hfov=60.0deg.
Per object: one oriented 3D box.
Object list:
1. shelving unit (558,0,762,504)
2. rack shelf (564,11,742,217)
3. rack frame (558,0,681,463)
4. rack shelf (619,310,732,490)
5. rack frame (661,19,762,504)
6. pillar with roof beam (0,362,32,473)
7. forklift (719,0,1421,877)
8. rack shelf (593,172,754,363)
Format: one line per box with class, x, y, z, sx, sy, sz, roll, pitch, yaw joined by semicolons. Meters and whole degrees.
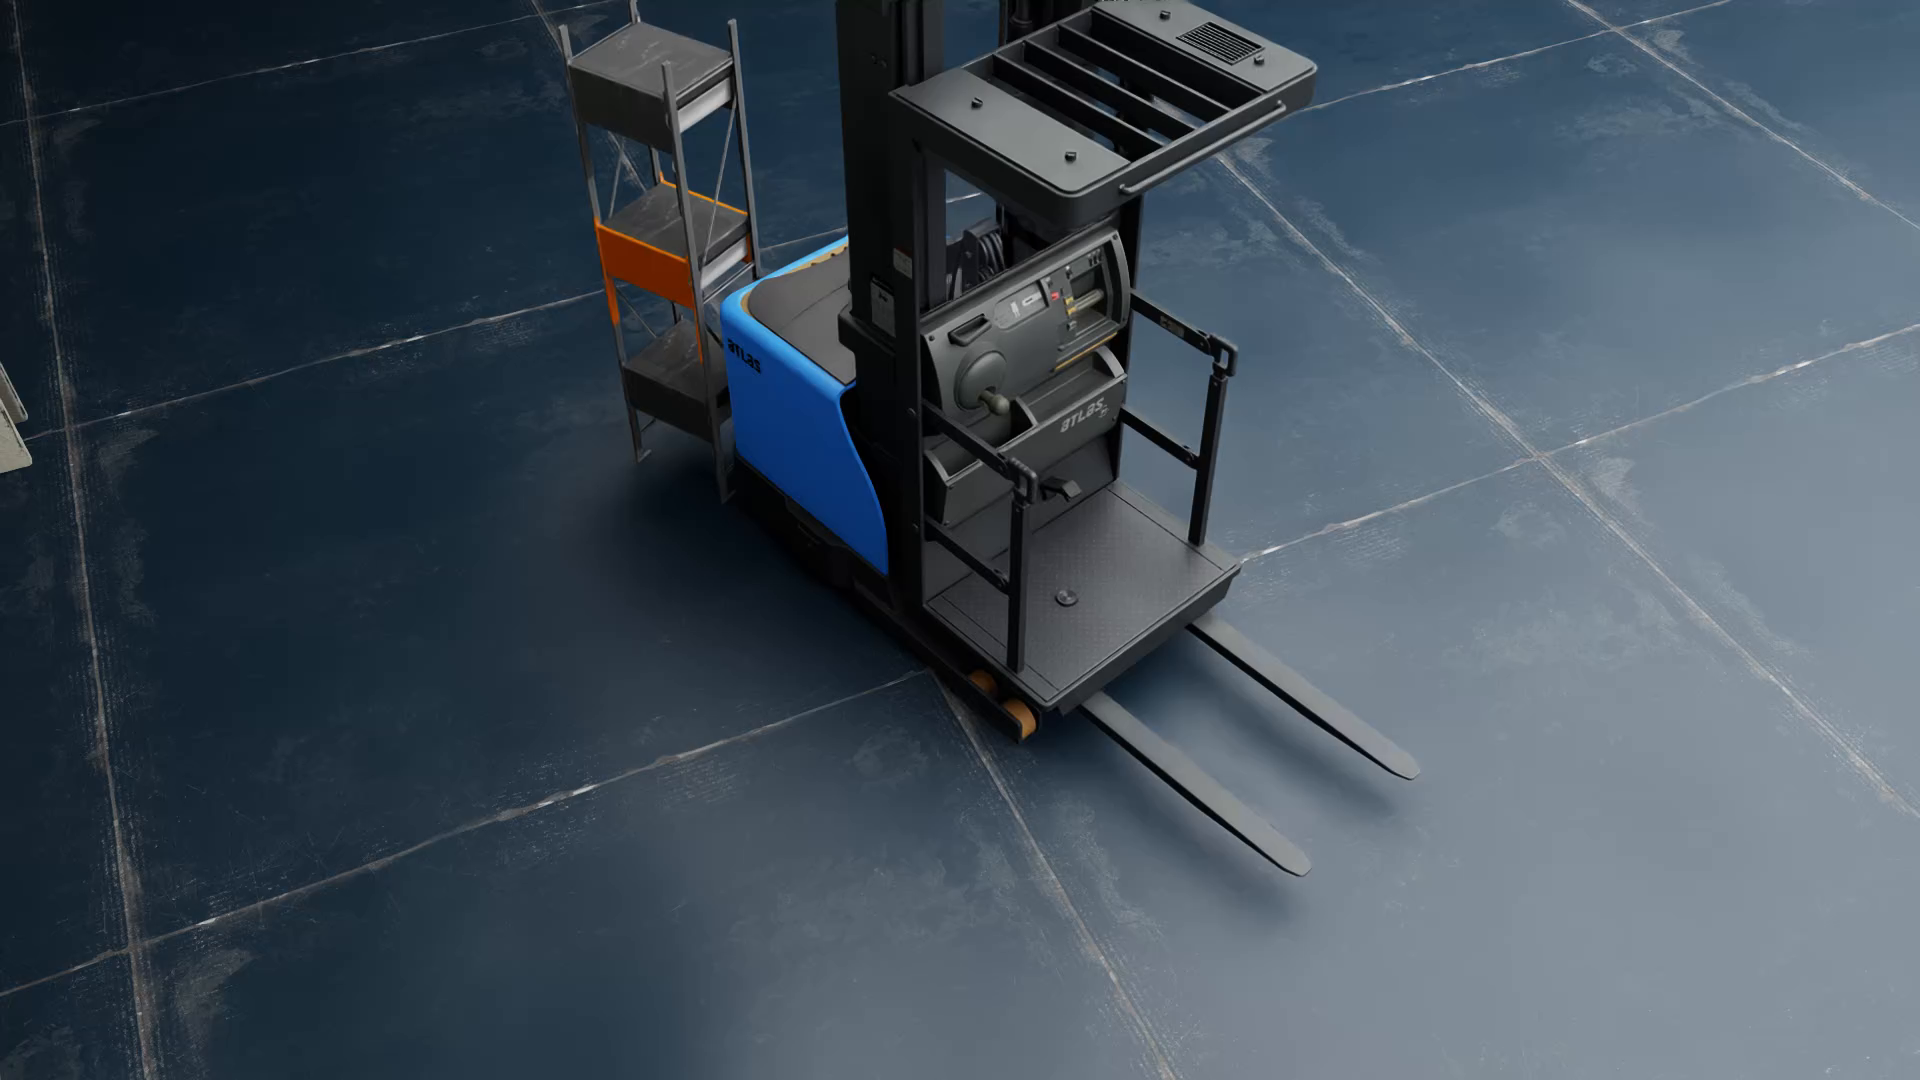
shelving unit;-1.134;-1.121;6.759;0.503;2.100;0.431;24;49;23
rack shelf;-1.134;-1.611;6.278;0.480;0.518;0.431;24;49;23
rack frame;-1.339;-1.214;6.853;0.015;2.100;0.400;24;49;23
rack shelf;-1.134;-0.612;7.259;0.480;0.518;0.431;24;49;23
rack frame;-0.929;-1.028;6.664;0.015;2.100;0.400;24;49;23
pillar with roof beam;-0.481;-4.893;5.671;9.100;9.000;0.400;-18;47;-17
forklift;0.392;-0.686;5.727;1.130;2.935;3.031;-32;53;-29
rack shelf;-1.134;-1.111;6.768;0.480;0.518;0.431;24;49;23
